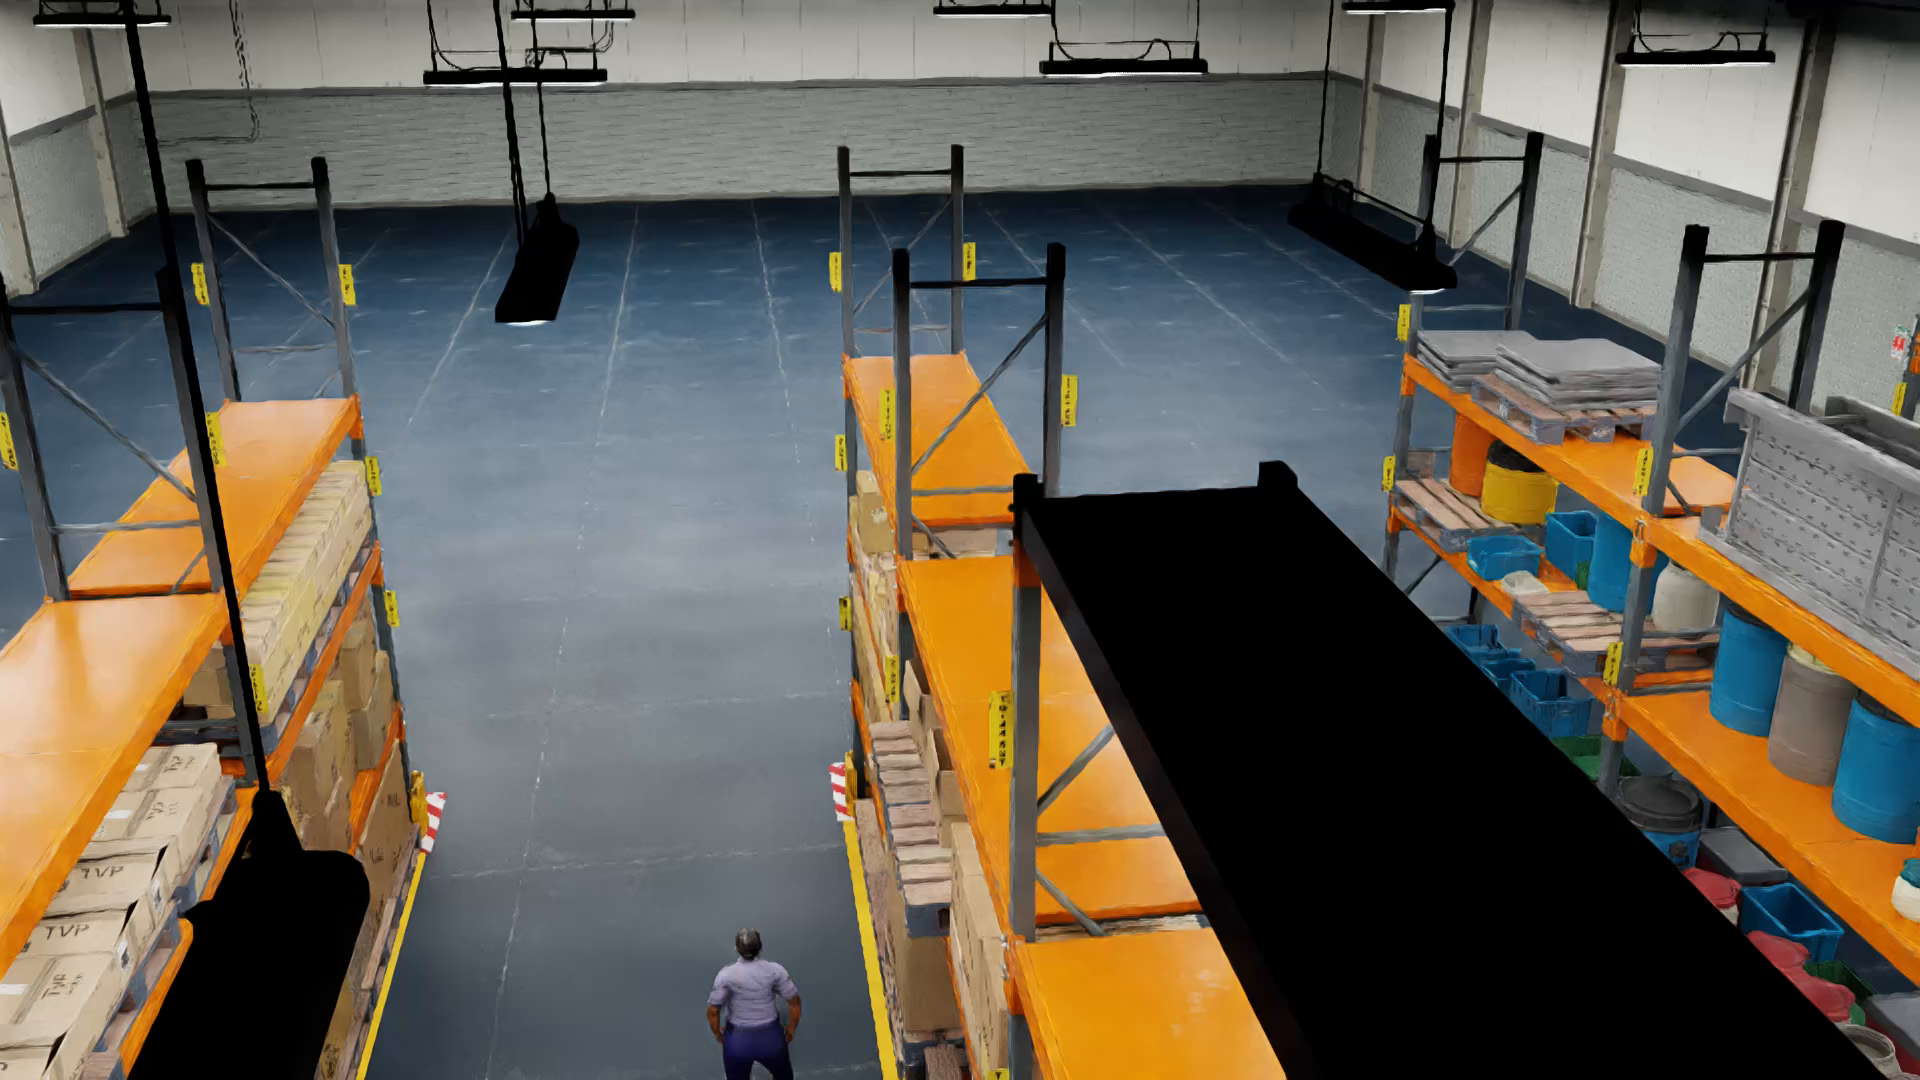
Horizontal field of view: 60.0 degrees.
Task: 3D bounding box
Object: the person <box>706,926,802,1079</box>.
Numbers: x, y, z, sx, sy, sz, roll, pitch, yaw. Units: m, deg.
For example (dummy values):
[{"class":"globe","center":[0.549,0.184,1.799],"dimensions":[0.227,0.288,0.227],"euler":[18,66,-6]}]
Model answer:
[{"class":"person","center":[-1.358,3.336,11.073],"dimensions":[0.625,1.596,0.517],"euler":[-4,22,-10]}]
